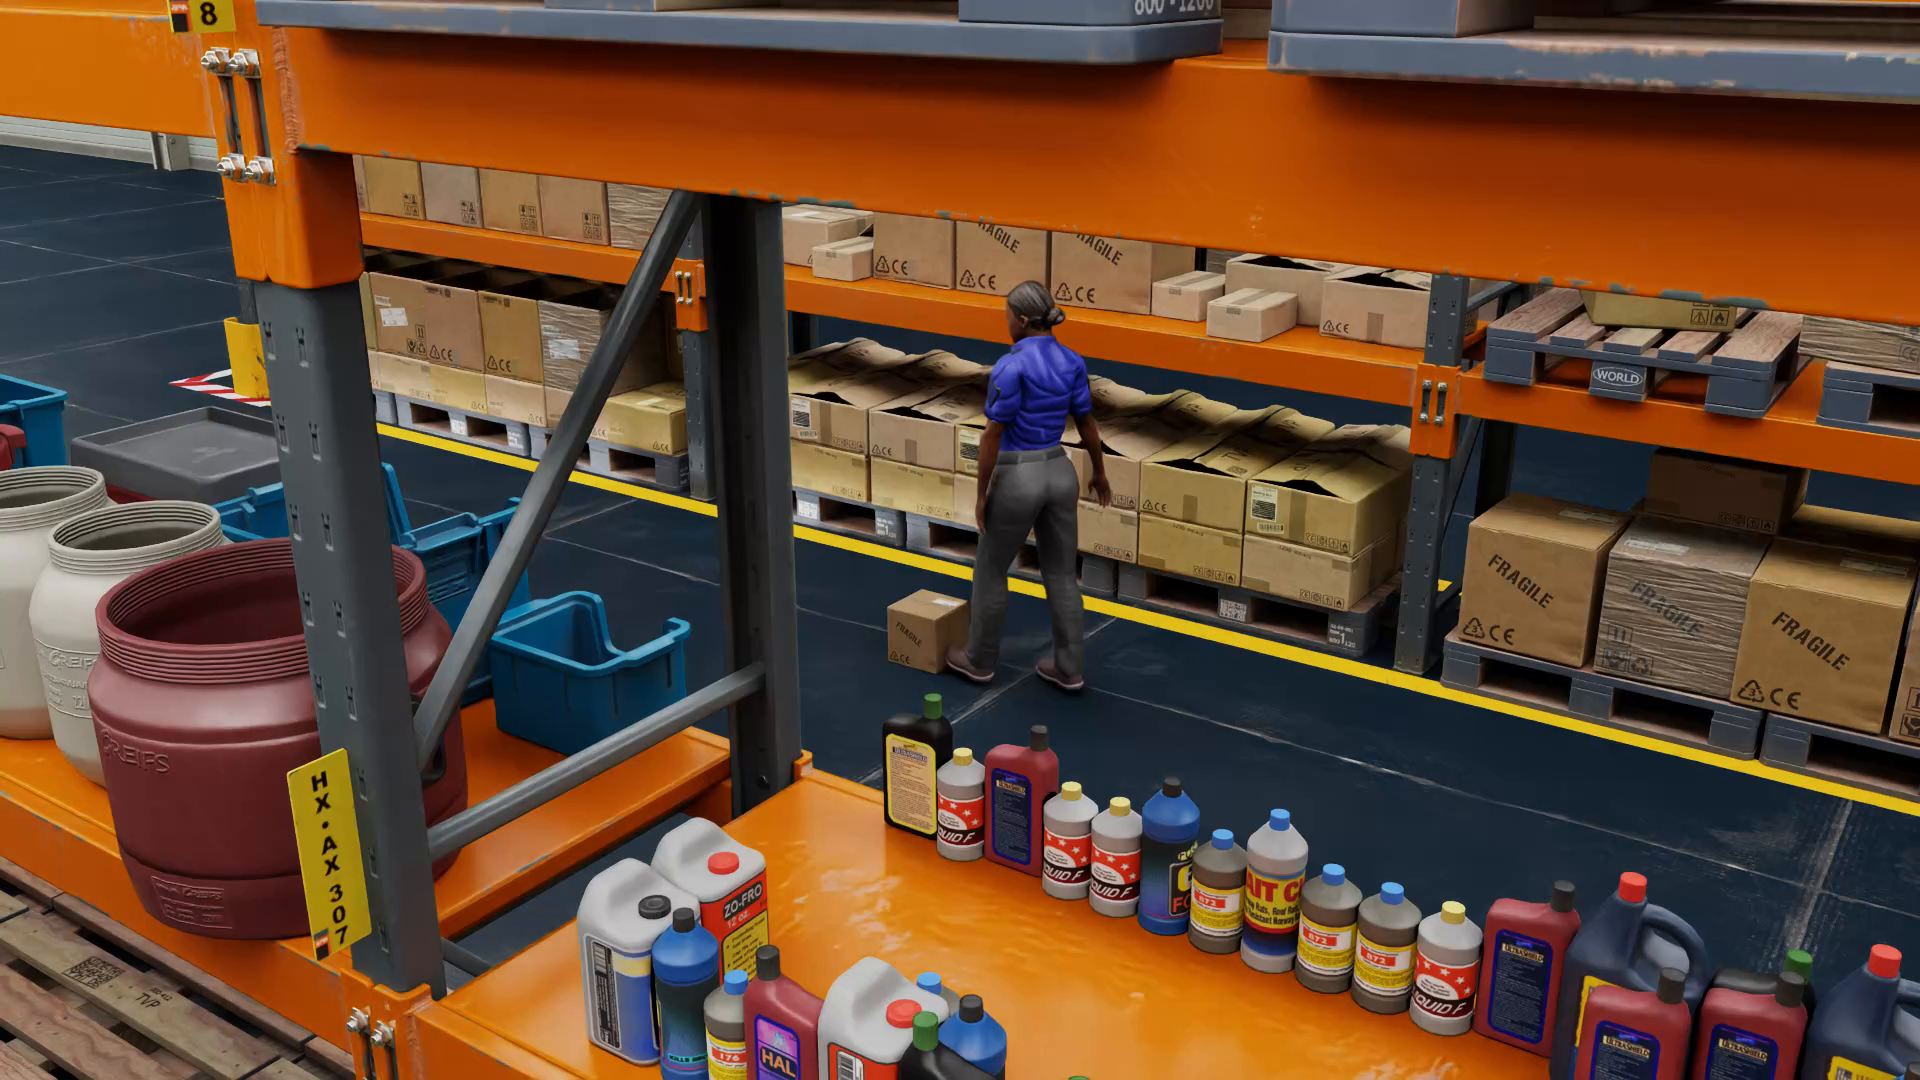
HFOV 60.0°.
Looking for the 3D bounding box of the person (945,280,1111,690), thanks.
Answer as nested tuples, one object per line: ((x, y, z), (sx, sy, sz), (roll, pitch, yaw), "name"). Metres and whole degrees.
((0.299, -0.227, 6.664), (0.671, 1.657, 0.562), (-14, 24, -33), "person")
